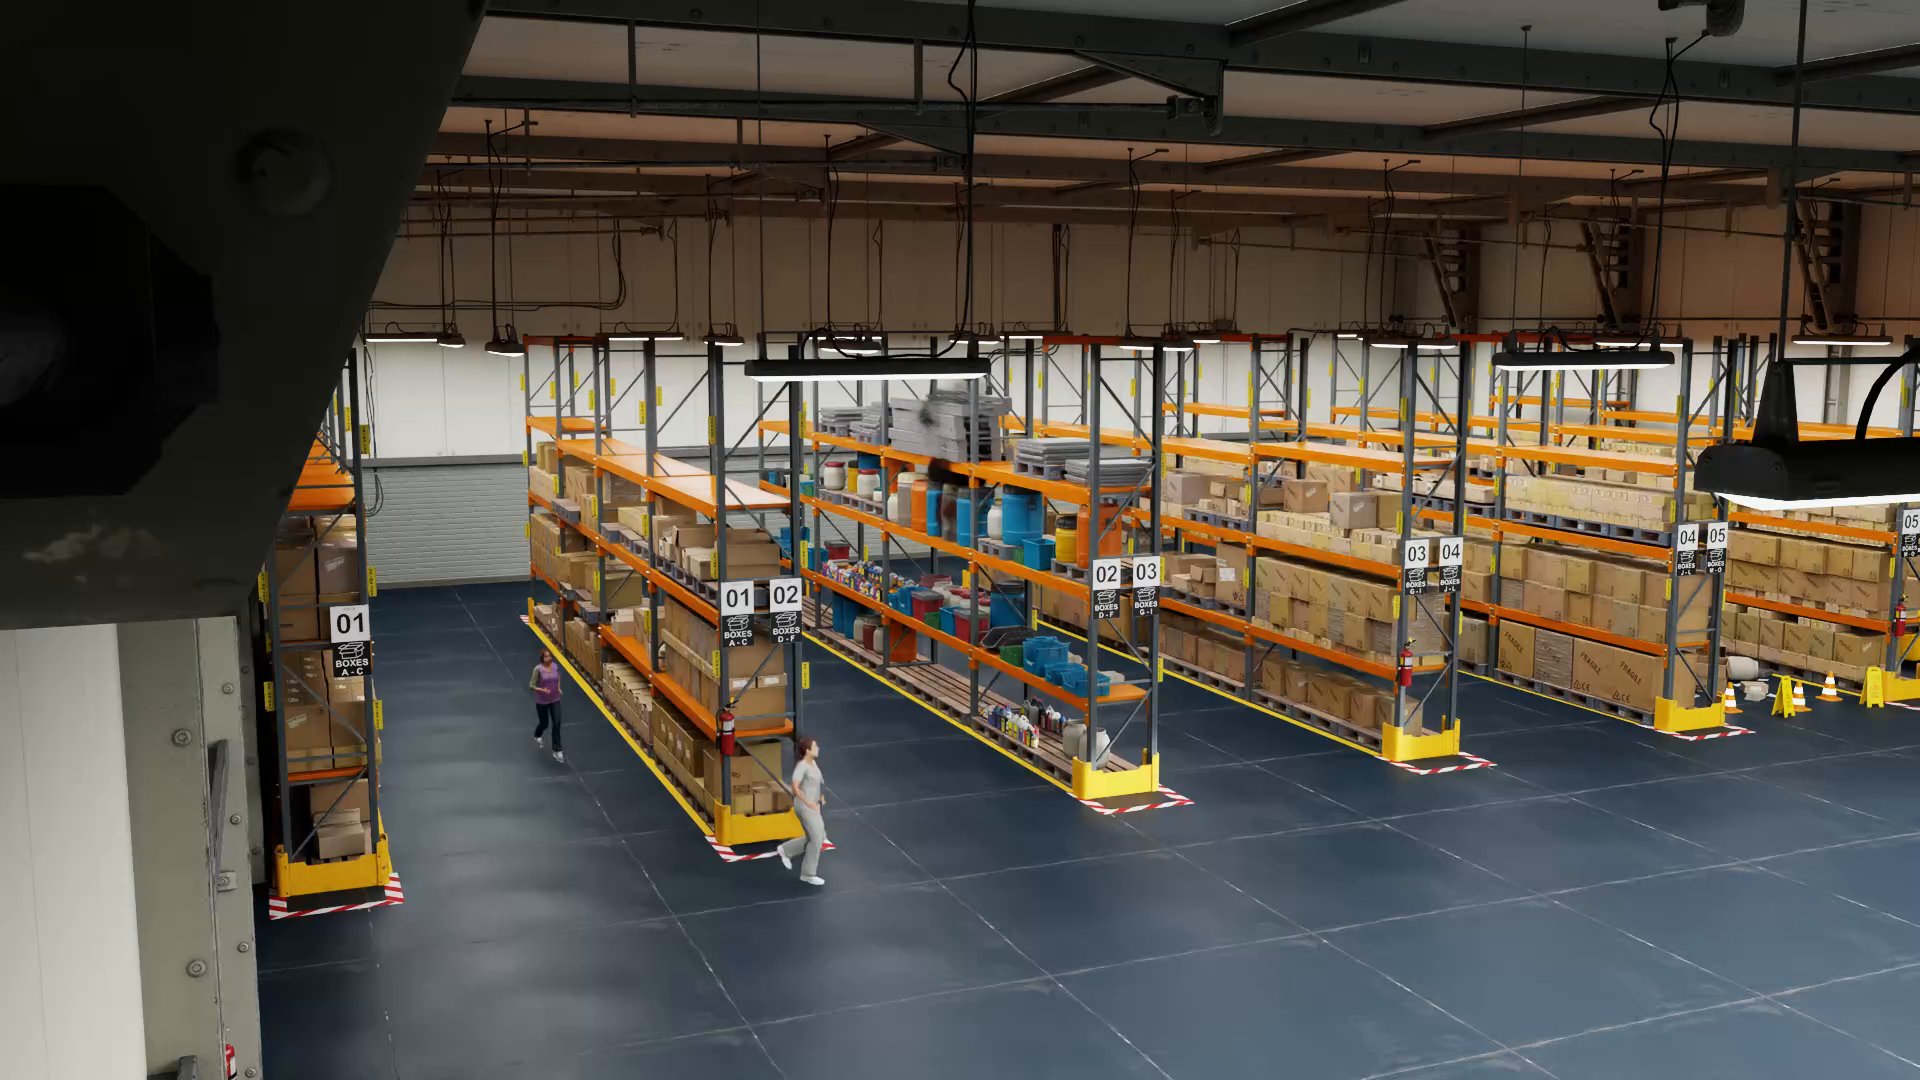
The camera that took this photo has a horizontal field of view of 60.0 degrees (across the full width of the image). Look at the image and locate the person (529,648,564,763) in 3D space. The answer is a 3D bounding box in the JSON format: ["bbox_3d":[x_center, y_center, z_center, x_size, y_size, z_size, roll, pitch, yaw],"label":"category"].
[{"bbox_3d":[-5.964,2.347,24.025,0.538,1.605,0.877,-5,9,-34],"label":"person"}]

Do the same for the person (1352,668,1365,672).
[{"bbox_3d":[7.111,1.490,30.020,0.656,1.745,0.615,-4,9,-28],"label":"person"}]

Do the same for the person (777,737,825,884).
[{"bbox_3d":[-1.782,3.044,18.890,0.609,1.638,0.612,2,8,14],"label":"person"}]
